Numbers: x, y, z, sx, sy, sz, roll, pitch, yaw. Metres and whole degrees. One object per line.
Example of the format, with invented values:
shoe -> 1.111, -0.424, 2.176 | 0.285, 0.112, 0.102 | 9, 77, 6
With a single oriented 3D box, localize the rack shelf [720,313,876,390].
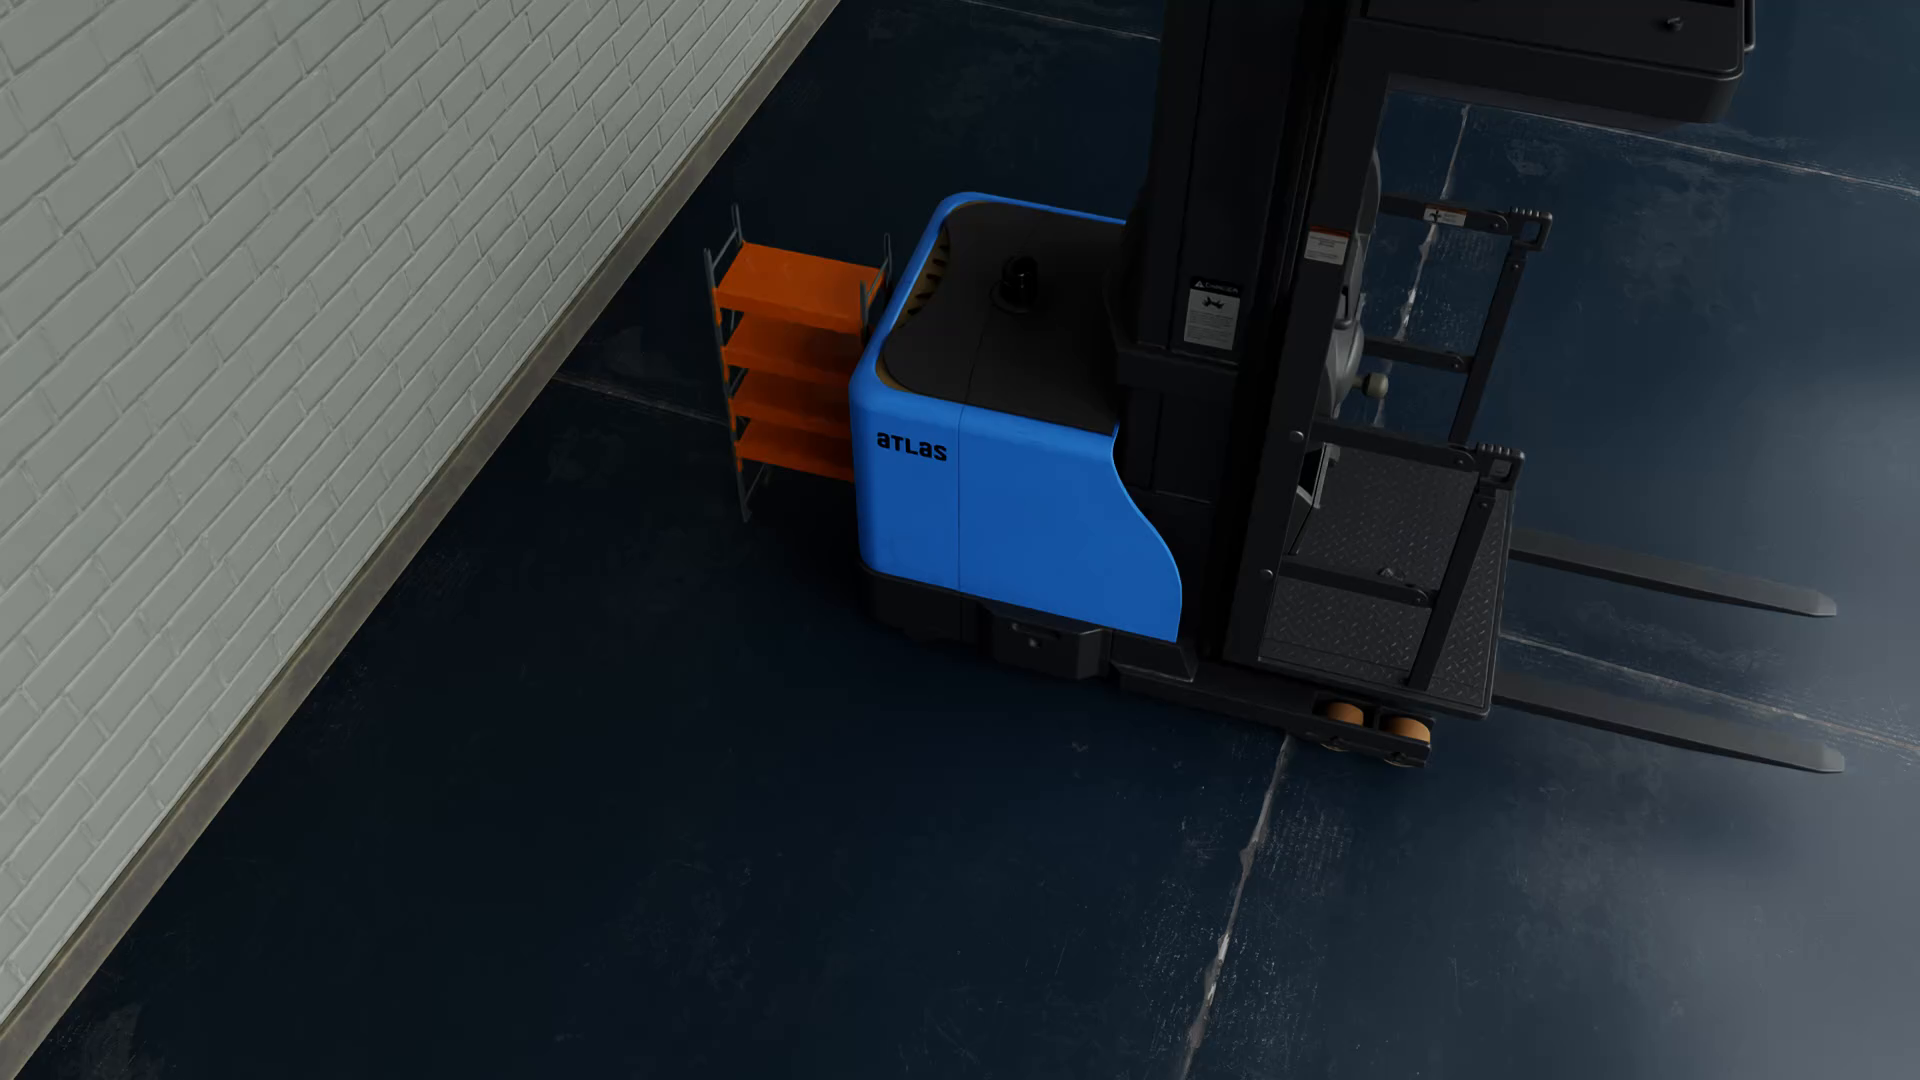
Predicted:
rack shelf -> -0.482, -0.589, 5.260 | 0.480, 0.148, 0.258 | 13, 50, 11

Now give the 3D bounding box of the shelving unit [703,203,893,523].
shelving unit -> -0.482, -0.487, 5.378 | 0.503, 1.200, 0.258 | 13, 50, 11

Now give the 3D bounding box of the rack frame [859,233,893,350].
rack frame -> -0.249, -0.433, 5.331 | 0.015, 1.200, 0.240 | 13, 50, 11

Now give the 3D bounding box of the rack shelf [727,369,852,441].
rack shelf -> -0.482, -0.443, 5.429 | 0.480, 0.148, 0.258 | 13, 50, 11

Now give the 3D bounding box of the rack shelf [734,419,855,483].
rack shelf -> -0.482, -0.313, 5.579 | 0.480, 0.148, 0.258 | 13, 50, 11

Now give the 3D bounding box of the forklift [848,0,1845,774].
forklift -> 1.240, -0.711, 4.427 | 3.031, 2.935, 1.130 | 13, 50, 11

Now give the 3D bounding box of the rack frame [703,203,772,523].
rack frame -> -0.716, -0.541, 5.425 | 0.015, 1.200, 0.240 | 13, 50, 11

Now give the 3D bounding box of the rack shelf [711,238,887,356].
rack shelf -> -0.482, -0.744, 5.081 | 0.480, 0.148, 0.258 | 13, 50, 11
